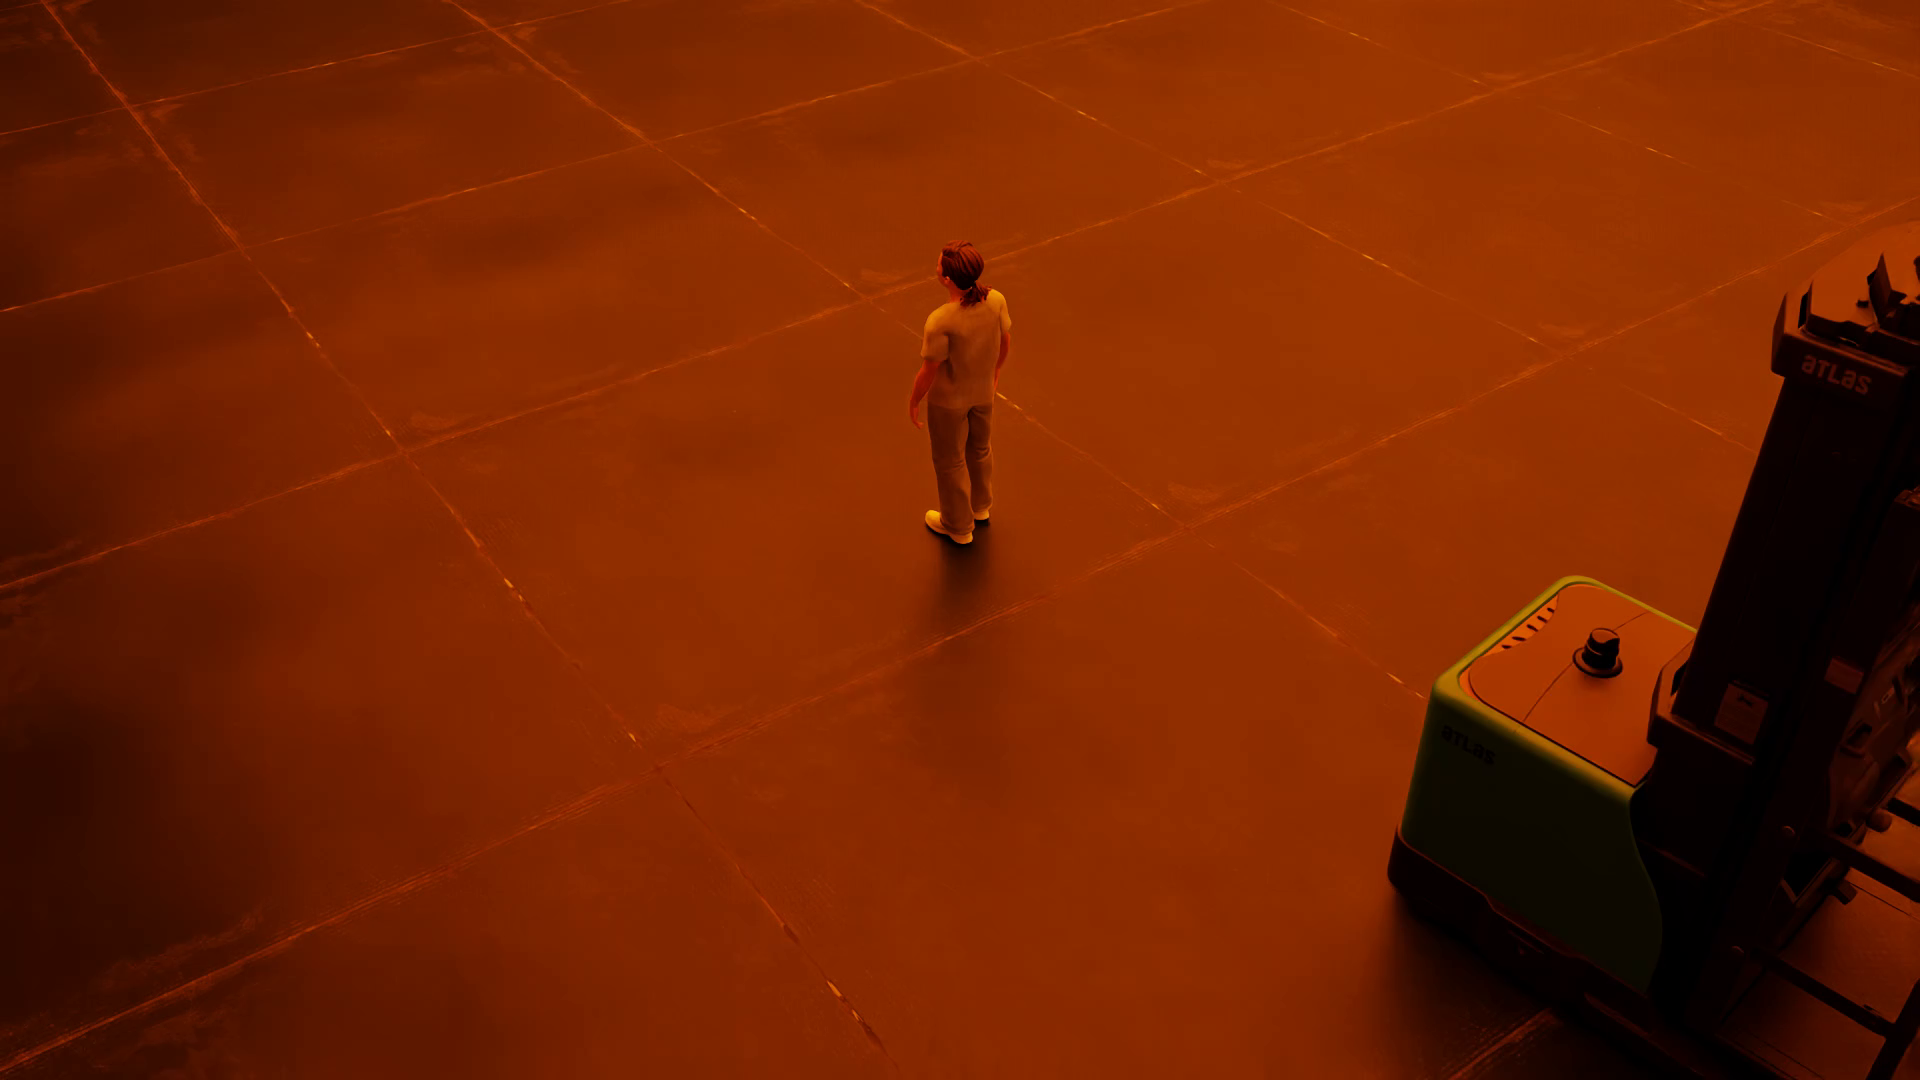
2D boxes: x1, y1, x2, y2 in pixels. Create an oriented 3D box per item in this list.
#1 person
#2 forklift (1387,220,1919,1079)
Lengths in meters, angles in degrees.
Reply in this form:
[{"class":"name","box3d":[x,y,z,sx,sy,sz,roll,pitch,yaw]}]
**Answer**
[{"class":"person","box3d":[-0.032,-0.720,7.962,0.549,1.673,0.548,-23,42,-28]},{"class":"forklift","box3d":[3.055,0.629,5.094,1.130,2.935,3.031,-30,46,-34]}]
